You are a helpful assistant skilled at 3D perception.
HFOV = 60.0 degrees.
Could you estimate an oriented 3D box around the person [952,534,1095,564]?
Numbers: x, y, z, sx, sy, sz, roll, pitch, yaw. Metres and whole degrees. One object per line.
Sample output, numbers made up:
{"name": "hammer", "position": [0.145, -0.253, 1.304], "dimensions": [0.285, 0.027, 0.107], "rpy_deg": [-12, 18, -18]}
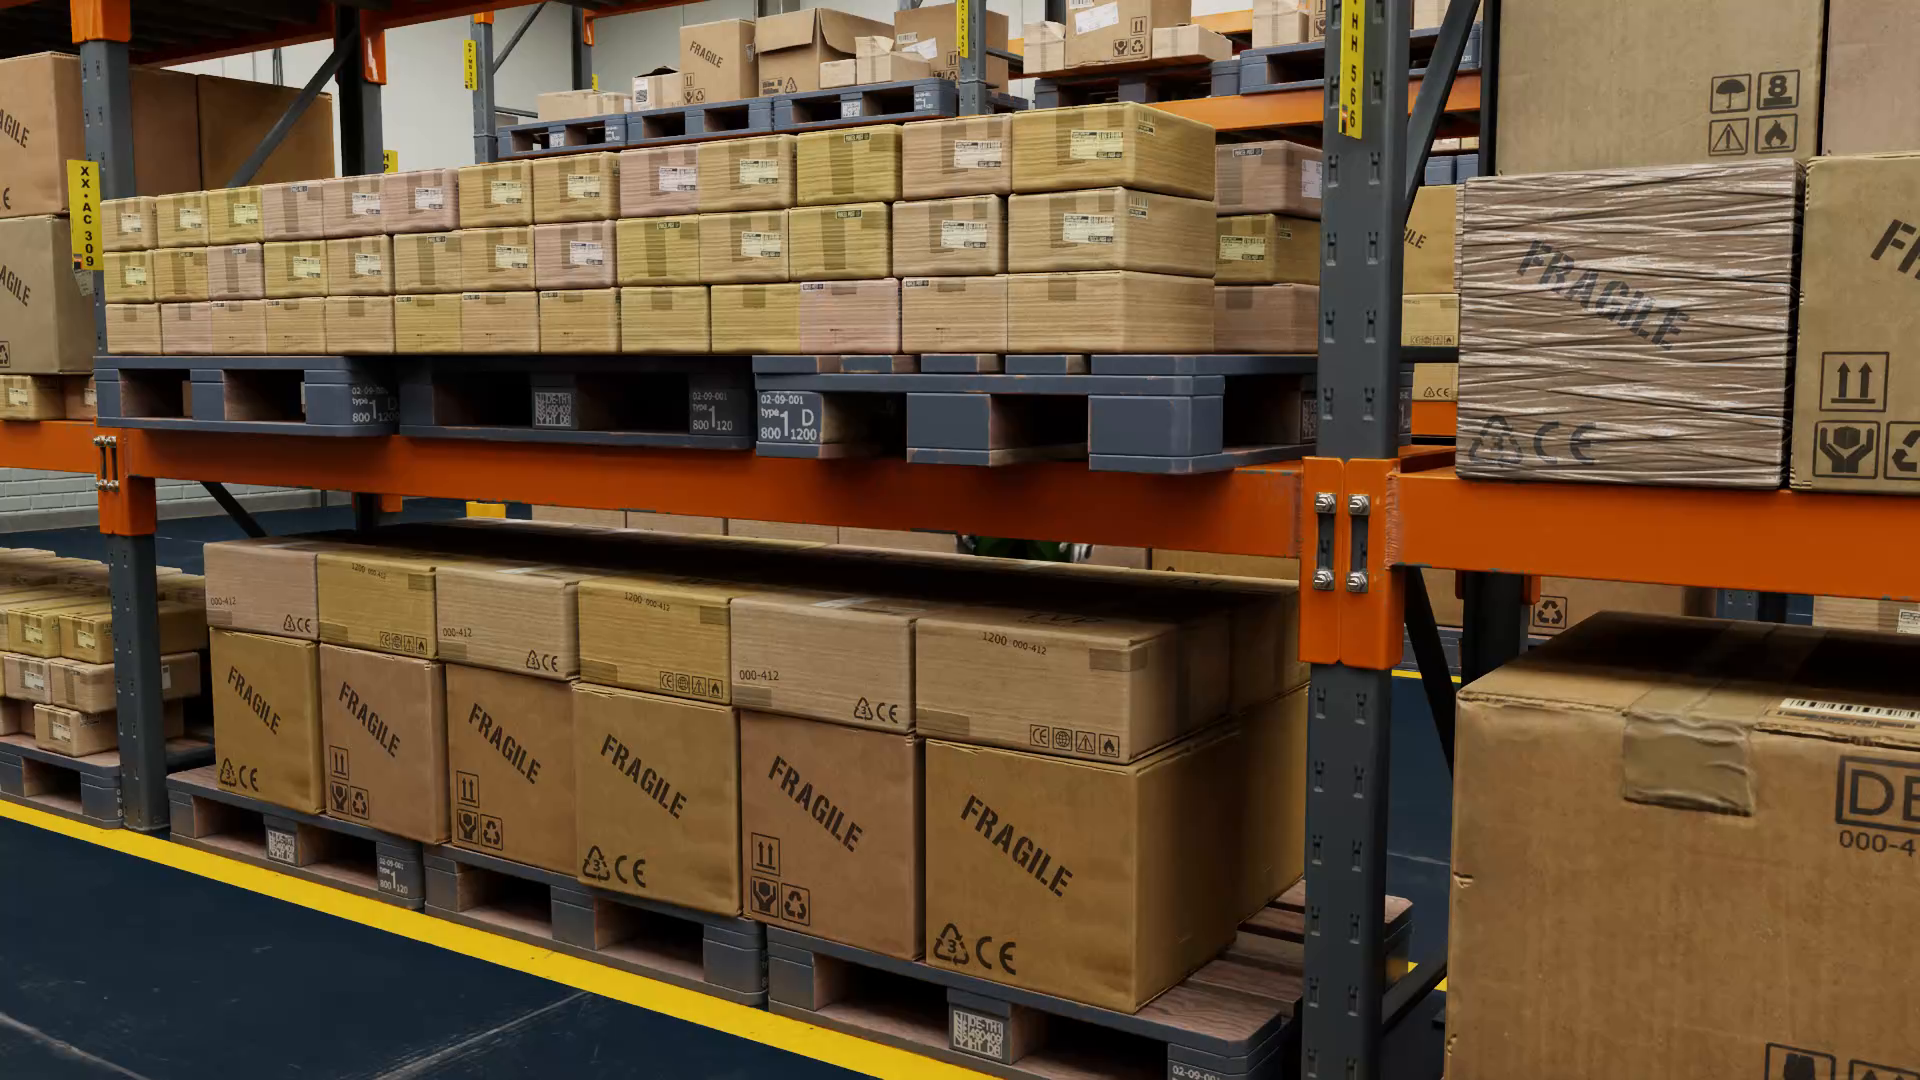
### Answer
{"name": "person", "position": [0.245, -0.065, 6.249], "dimensions": [0.607, 1.780, 0.449], "rpy_deg": [4, 7, 34]}
